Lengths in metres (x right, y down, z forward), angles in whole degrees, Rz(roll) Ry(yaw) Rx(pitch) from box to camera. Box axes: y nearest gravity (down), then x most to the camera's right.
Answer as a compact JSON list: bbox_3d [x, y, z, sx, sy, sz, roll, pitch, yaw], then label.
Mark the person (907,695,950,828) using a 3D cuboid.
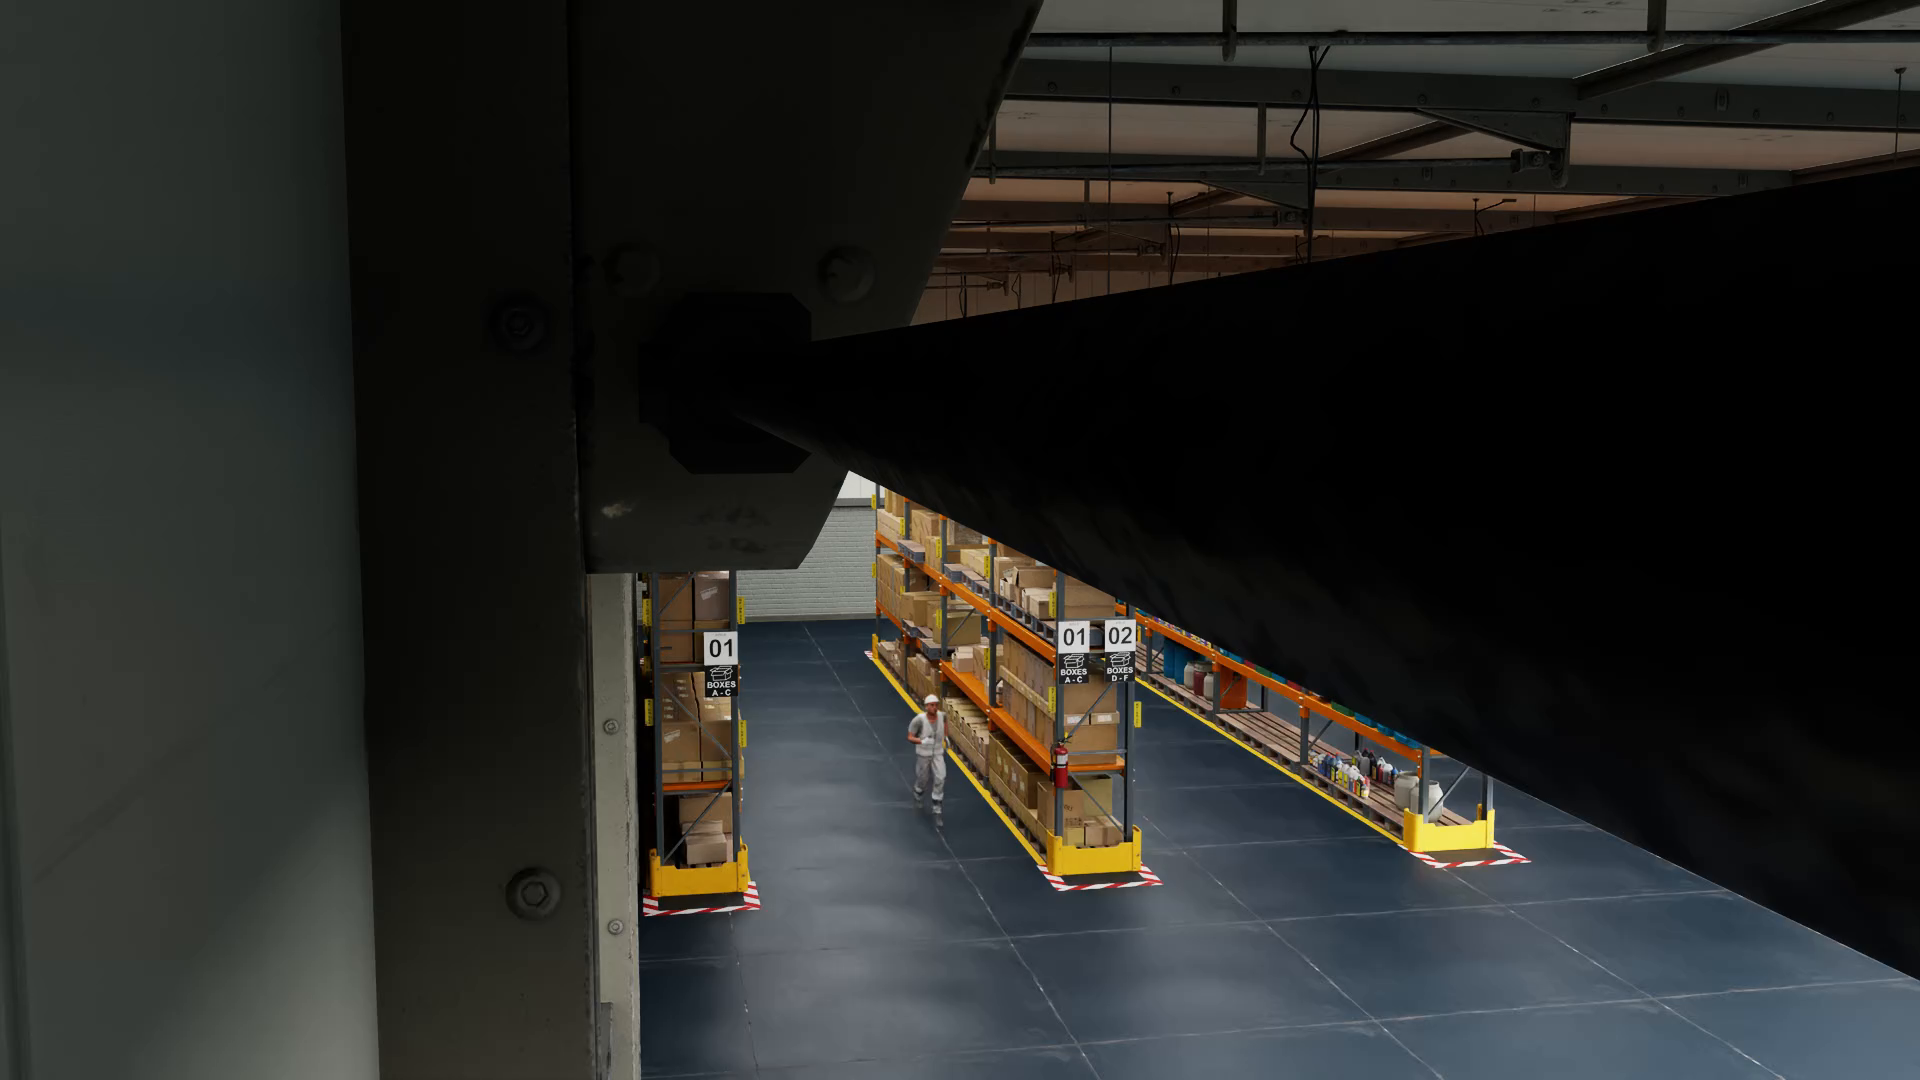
[{"bbox_3d":[-0.439,3.046,23.372,0.678,1.814,0.987,-2,6,-22],"label":"person"}]
